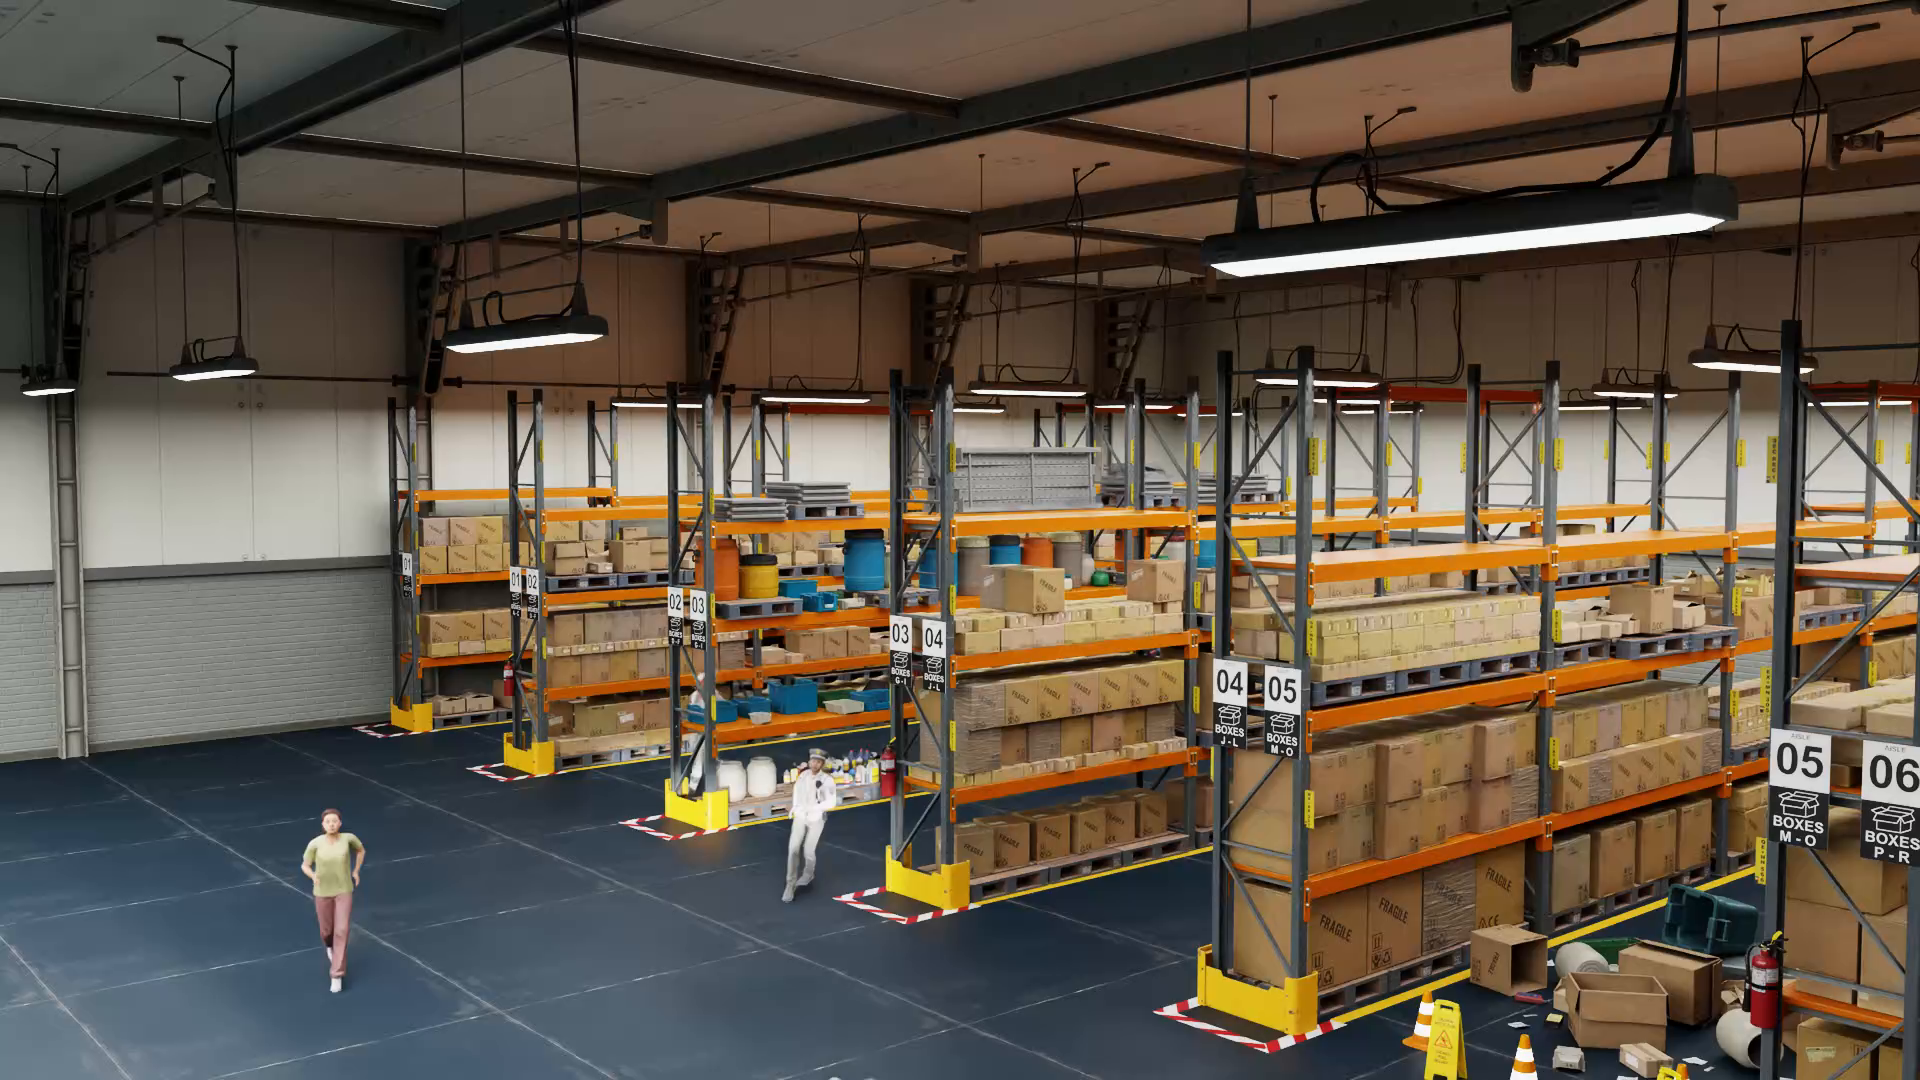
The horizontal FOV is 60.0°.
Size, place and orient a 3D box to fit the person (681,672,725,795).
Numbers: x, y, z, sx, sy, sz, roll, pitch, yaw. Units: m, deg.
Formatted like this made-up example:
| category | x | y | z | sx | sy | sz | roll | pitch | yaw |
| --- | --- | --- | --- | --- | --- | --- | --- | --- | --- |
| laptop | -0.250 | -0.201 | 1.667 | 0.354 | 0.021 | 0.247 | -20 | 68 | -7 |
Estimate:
| category | x | y | z | sx | sy | sz | roll | pitch | yaw |
| --- | --- | --- | --- | --- | --- | --- | --- | --- | --- |
| person | -3.786 | 2.833 | 24.505 | 0.658 | 1.768 | 0.971 | 2 | 4 | 36 |

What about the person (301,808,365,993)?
| category | x | y | z | sx | sy | sz | roll | pitch | yaw |
| --- | --- | --- | --- | --- | --- | --- | --- | --- | --- |
| person | -6.017 | 3.403 | 15.981 | 0.579 | 1.672 | 0.922 | -1 | 4 | -20 |

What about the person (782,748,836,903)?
| category | x | y | z | sx | sy | sz | roll | pitch | yaw |
| --- | --- | --- | --- | --- | --- | --- | --- | --- | --- |
| person | -1.696 | 3.213 | 18.959 | 0.603 | 1.689 | 0.794 | 1 | 3 | 13 |
